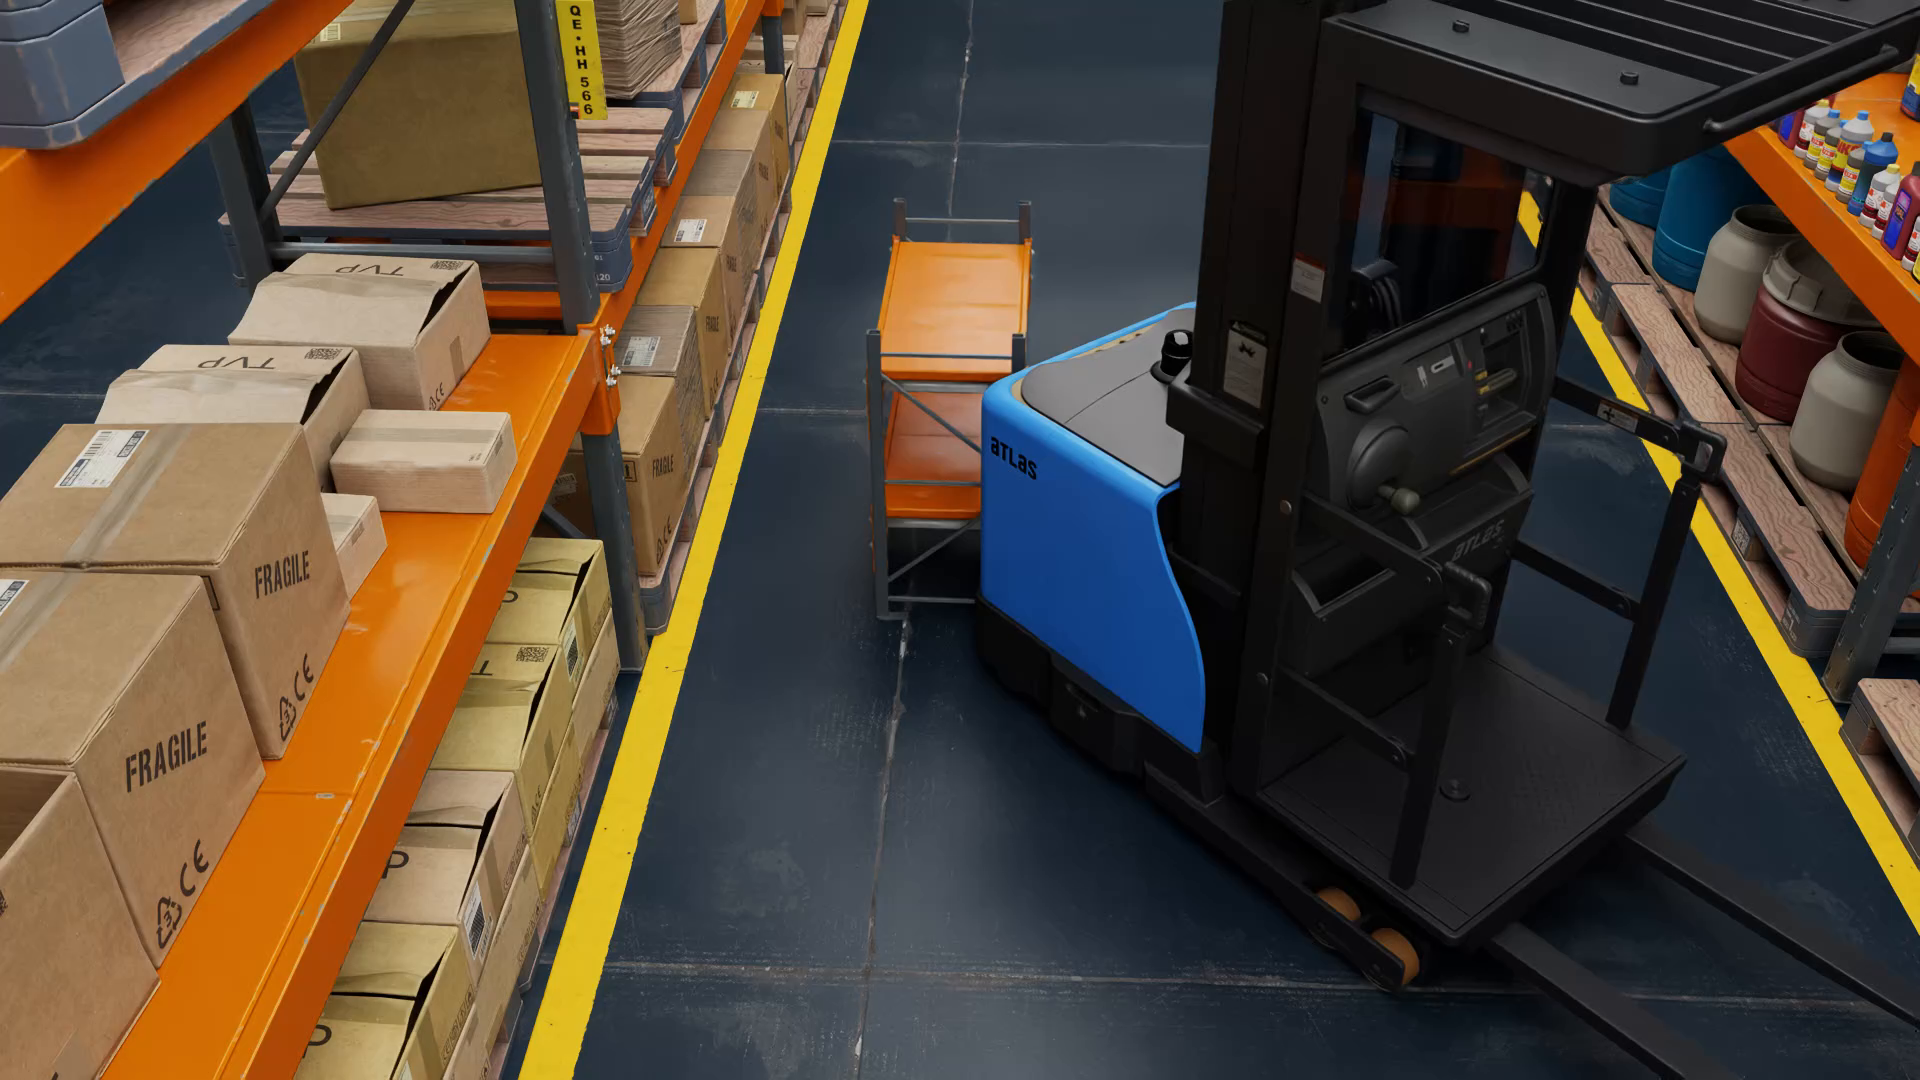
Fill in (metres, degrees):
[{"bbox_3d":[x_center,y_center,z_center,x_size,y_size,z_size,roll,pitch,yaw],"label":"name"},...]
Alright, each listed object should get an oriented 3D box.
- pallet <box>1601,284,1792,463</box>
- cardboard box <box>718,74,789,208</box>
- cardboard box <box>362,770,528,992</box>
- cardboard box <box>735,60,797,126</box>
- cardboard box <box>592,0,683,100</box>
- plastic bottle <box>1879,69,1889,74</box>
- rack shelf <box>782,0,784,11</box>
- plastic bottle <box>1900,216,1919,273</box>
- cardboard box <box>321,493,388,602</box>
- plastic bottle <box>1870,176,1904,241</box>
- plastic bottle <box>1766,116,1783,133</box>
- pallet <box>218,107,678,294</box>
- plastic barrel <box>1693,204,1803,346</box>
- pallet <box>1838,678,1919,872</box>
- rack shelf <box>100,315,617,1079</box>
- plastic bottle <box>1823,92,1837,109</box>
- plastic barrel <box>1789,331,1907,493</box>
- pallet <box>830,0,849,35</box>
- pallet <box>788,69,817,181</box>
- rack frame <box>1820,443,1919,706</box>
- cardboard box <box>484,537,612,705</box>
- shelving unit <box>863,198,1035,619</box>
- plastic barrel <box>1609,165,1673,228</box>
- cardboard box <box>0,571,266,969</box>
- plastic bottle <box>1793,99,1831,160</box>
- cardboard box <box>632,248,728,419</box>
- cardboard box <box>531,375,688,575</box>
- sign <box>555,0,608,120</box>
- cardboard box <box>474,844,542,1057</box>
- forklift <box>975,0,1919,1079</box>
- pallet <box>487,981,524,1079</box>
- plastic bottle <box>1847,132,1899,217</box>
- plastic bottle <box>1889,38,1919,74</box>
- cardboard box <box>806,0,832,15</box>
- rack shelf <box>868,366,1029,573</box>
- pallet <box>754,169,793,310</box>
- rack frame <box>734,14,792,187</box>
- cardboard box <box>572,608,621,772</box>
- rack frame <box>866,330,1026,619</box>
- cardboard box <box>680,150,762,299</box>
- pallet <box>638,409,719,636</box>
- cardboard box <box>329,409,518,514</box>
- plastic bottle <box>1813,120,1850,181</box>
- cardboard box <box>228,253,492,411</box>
[{"bbox_3d":[3.422,-0.718,7.089,1.003,0.211,1.213,1,35,2],"label":"pallet"},{"bbox_3d":[-1.142,-1.988,8.262,0.500,0.500,0.500,1,35,2],"label":"cardboard box"},{"bbox_3d":[-1.381,0.796,4.047,0.500,0.311,0.500,1,35,2],"label":"cardboard box"},{"bbox_3d":[-1.175,-2.437,9.065,0.500,0.311,0.500,1,35,2],"label":"cardboard box"},{"bbox_3d":[-1.429,-1.921,5.923,0.700,0.500,0.500,8,36,11],"label":"cardboard box"},{"bbox_3d":[3.673,-2.000,6.599,0.097,0.271,0.097,0,35,0],"label":"plastic bottle"},{"bbox_3d":[-1.328,-3.976,9.924,1.077,0.370,4.000,1,35,2],"label":"rack shelf"},{"bbox_3d":[2.993,-0.933,5.142,0.097,0.201,0.097,0,35,0],"label":"plastic bottle"},{"bbox_3d":[-1.564,0.014,3.840,0.380,0.149,0.250,4,35,5],"label":"cardboard box"},{"bbox_3d":[3.003,-1.066,5.330,0.097,0.201,0.097,0,35,0],"label":"plastic bottle"},{"bbox_3d":[3.064,-1.676,6.068,0.144,0.351,0.185,1,35,2],"label":"plastic bottle"},{"bbox_3d":[-1.612,-1.135,5.424,1.213,0.211,1.003,1,35,2],"label":"pallet"},{"bbox_3d":[3.362,-1.117,7.029,0.421,0.512,0.421,0,35,0],"label":"plastic barrel"},{"bbox_3d":[3.311,0.879,4.816,1.003,0.211,1.213,1,35,2],"label":"pallet"},{"bbox_3d":[-1.649,0.621,3.384,1.077,0.370,4.000,1,35,2],"label":"rack shelf"},{"bbox_3d":[3.168,-1.660,6.105,0.061,0.283,0.133,1,35,2],"label":"plastic bottle"},{"bbox_3d":[3.316,-0.468,6.106,0.421,0.512,0.421,0,35,0],"label":"plastic barrel"},{"bbox_3d":[-1.282,-3.776,11.440,1.003,0.211,1.213,1,35,2],"label":"pallet"},{"bbox_3d":[-1.380,-2.375,9.445,1.003,0.211,1.213,1,35,2],"label":"pallet"},{"bbox_3d":[3.380,-0.706,4.646,1.000,3.000,0.127,1,35,2],"label":"rack frame"},{"bbox_3d":[-1.344,0.207,4.884,0.500,0.311,0.500,2,35,3],"label":"cardboard box"},{"bbox_3d":[-0.018,-0.478,5.952,0.538,1.125,1.048,2,35,2],"label":"shelving unit"},{"bbox_3d":[3.502,-2.006,7.955,0.600,0.901,0.708,1,35,2],"label":"plastic barrel"},{"bbox_3d":[-1.641,0.403,2.981,0.500,0.500,0.500,1,35,2],"label":"cardboard box"},{"bbox_3d":[3.030,-1.457,5.888,0.097,0.201,0.097,0,35,0],"label":"plastic bottle"},{"bbox_3d":[-1.224,-0.824,6.605,0.500,0.500,0.500,1,35,1],"label":"cardboard box"},{"bbox_3d":[-1.265,-0.235,5.767,0.500,0.500,0.500,3,35,4],"label":"cardboard box"},{"bbox_3d":[-1.014,-1.286,4.464,0.100,0.325,0.005,1,35,2],"label":"sign"},{"bbox_3d":[-1.387,1.023,4.211,0.500,0.250,0.500,2,35,3],"label":"cardboard box"},{"bbox_3d":[1.369,-0.306,4.137,1.130,2.935,3.031,-25,42,-31],"label":"forklift"},{"bbox_3d":[-1.693,1.489,3.947,1.003,0.211,1.213,1,35,2],"label":"pallet"},{"bbox_3d":[3.010,-1.206,5.470,0.097,0.271,0.097,0,35,0],"label":"plastic bottle"},{"bbox_3d":[3.799,-2.010,6.609,0.152,0.276,0.135,1,35,2],"label":"plastic bottle"},{"bbox_3d":[-1.091,-3.611,10.788,0.500,0.250,0.500,1,35,2],"label":"cardboard box"},{"bbox_3d":[-0.018,-0.278,6.093,0.538,0.278,1.000,2,35,2],"label":"rack shelf"},{"bbox_3d":[-1.403,-1.512,8.218,1.003,0.211,1.213,1,35,2],"label":"pallet"},{"bbox_3d":[-1.408,-3.121,8.082,1.000,3.000,0.127,1,35,2],"label":"rack frame"},{"bbox_3d":[-1.346,0.438,5.044,0.500,0.250,0.500,2,35,3],"label":"cardboard box"},{"bbox_3d":[-0.044,-0.186,5.537,0.500,1.125,0.032,2,35,2],"label":"rack frame"},{"bbox_3d":[-1.190,-1.416,7.448,0.500,0.500,0.500,2,35,2],"label":"cardboard box"},{"bbox_3d":[-1.501,-0.110,6.223,1.003,0.211,1.213,1,35,2],"label":"pallet"},{"bbox_3d":[-1.329,-0.197,4.140,0.380,0.149,0.250,1,35,2],"label":"cardboard box"},{"bbox_3d":[3.022,-1.345,5.728,0.097,0.201,0.097,0,35,0],"label":"plastic bottle"},{"bbox_3d":[-1.627,-0.578,4.542,0.500,0.311,0.500,3,35,5],"label":"cardboard box"}]
